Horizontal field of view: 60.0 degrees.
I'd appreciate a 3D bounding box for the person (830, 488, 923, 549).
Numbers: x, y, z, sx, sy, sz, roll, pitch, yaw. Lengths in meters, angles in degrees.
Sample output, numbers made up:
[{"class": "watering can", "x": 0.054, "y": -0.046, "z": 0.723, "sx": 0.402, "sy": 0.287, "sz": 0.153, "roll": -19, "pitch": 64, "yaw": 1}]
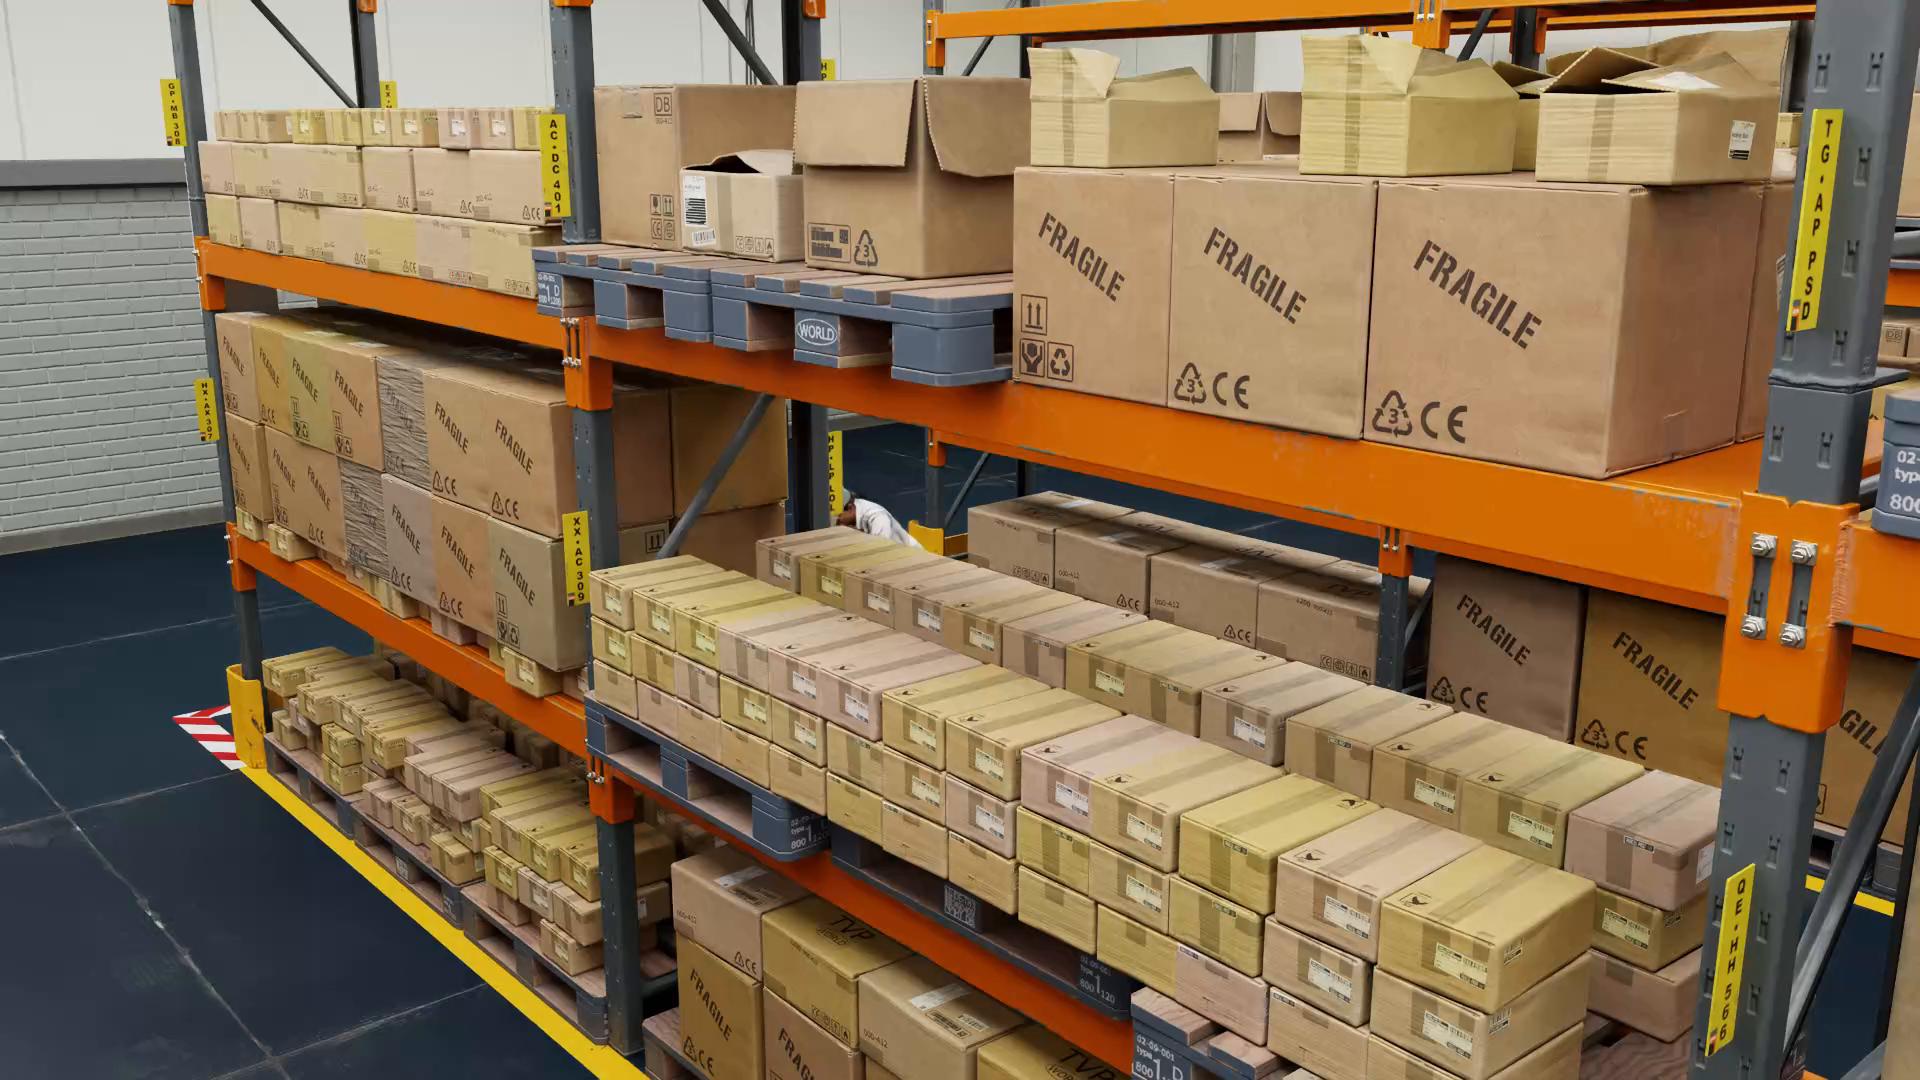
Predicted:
[{"class": "person", "x": -0.560, "y": 0.250, "z": 10.338, "sx": 0.772, "sy": 1.268, "sz": 0.538, "roll": -12, "pitch": 19, "yaw": -39}]
